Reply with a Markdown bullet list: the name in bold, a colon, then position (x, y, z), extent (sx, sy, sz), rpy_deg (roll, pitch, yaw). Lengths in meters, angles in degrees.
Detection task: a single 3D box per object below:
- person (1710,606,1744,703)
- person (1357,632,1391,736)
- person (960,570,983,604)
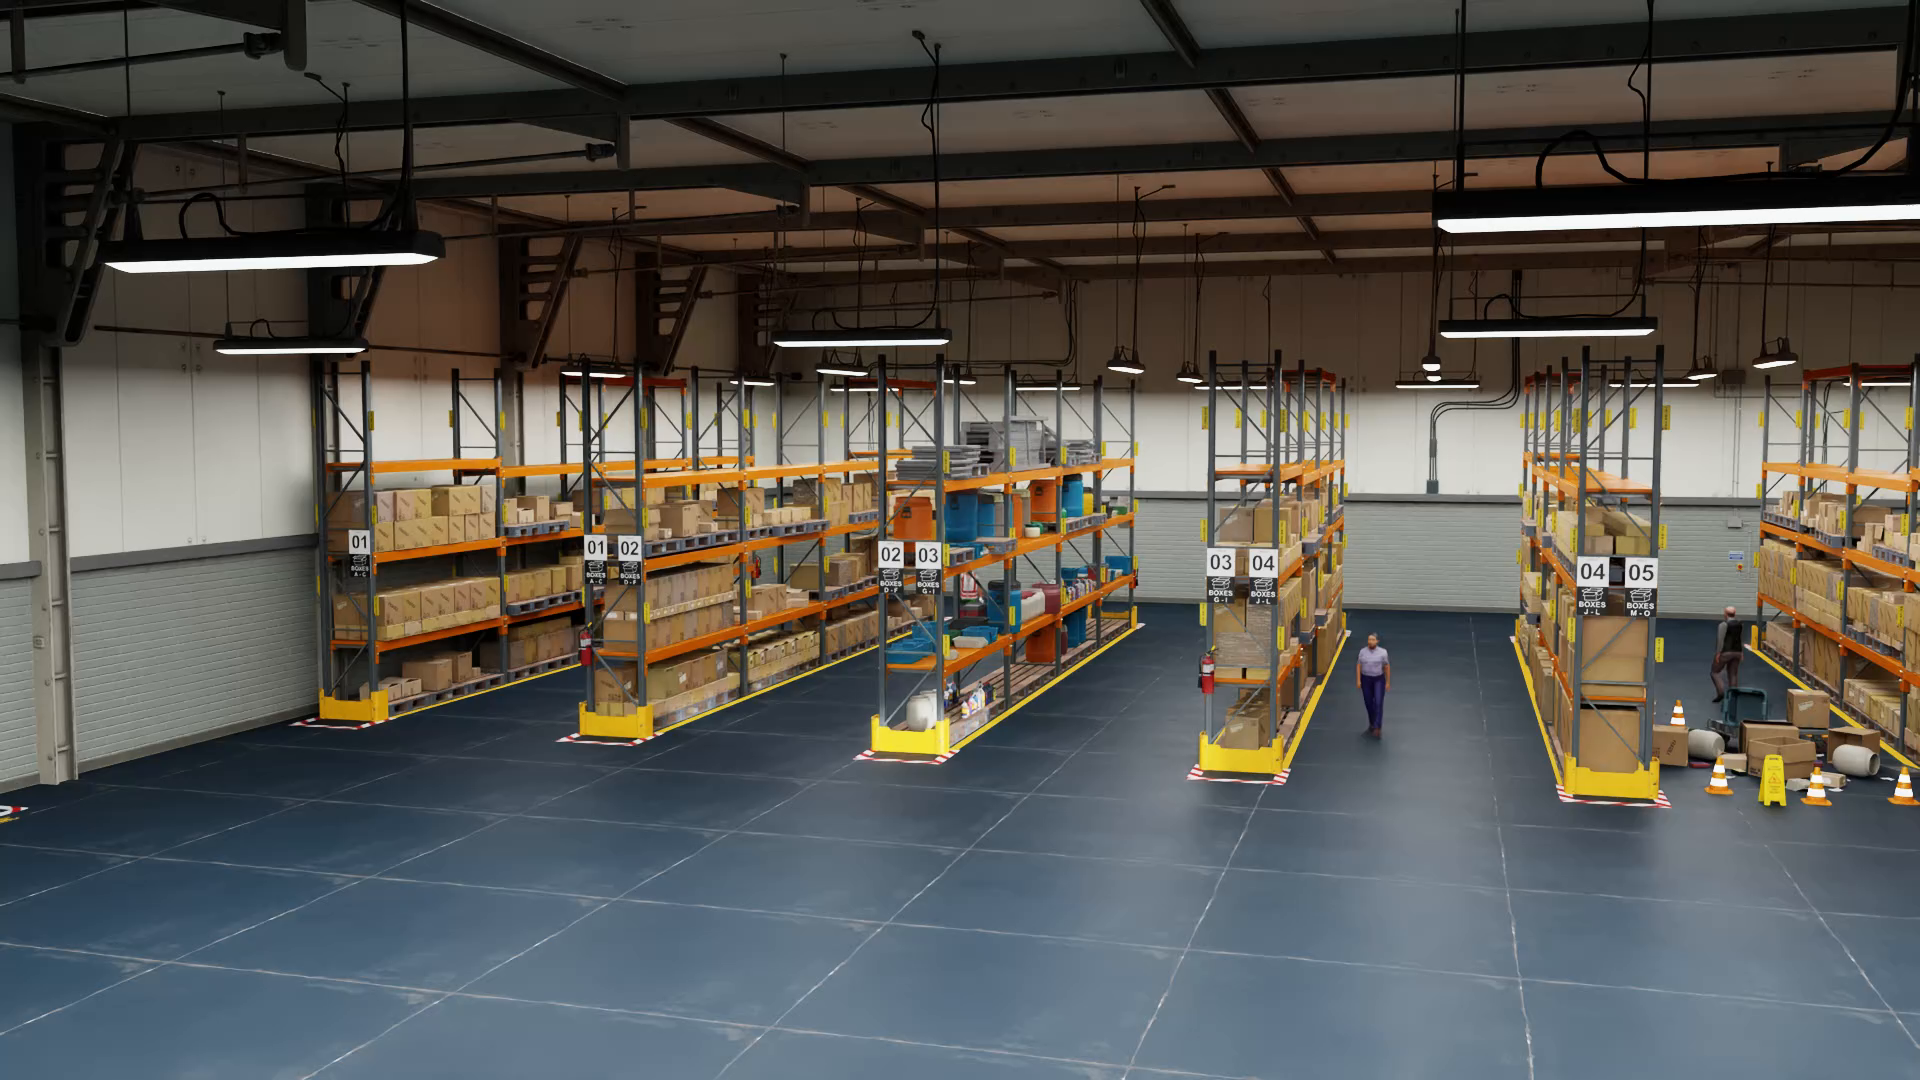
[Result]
- **person**: position (13.654, 2.038, 29.549), extent (0.569, 1.736, 0.397), rpy_deg (-1, 4, -14)
- **person**: position (6.570, 2.287, 26.537), extent (0.512, 1.591, 0.923), rpy_deg (2, 5, 30)
- **person**: position (0.200, 1.359, 38.701), extent (0.597, 1.731, 1.098), rpy_deg (1, 4, 13)
